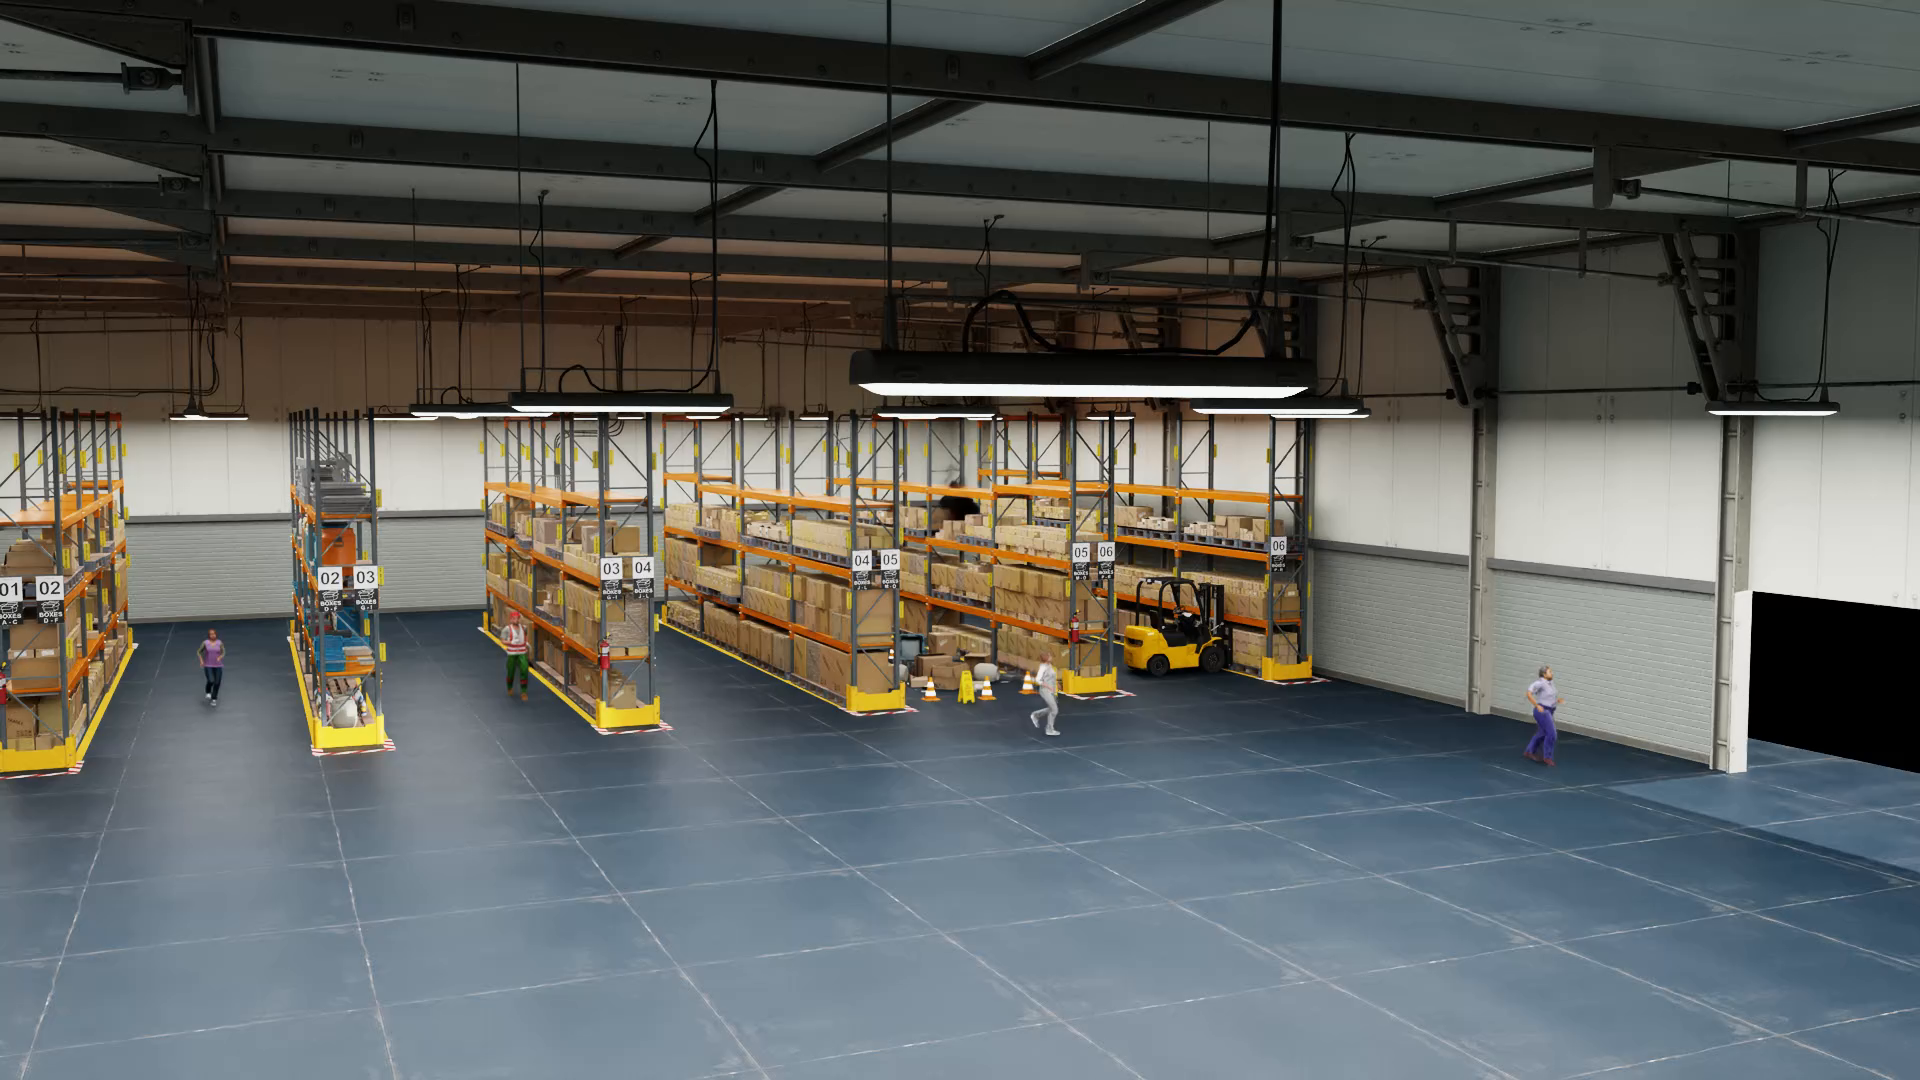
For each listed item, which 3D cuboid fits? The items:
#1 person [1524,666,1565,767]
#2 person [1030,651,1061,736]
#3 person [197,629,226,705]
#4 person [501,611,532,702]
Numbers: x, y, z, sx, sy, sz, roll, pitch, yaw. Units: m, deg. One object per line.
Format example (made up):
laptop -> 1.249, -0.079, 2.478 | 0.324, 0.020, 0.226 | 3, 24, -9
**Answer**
person -> 9.808, 2.973, 27.943 | 0.678, 1.707, 0.590 | 3, 5, 38
person -> 1.556, 2.806, 30.554 | 0.608, 1.549, 0.538 | 2, 4, 22
person -> -15.134, 2.580, 33.684 | 0.522, 1.559, 0.549 | -3, 5, -34
person -> -9.205, 2.394, 34.520 | 0.654, 1.834, 0.855 | -2, 5, -29
